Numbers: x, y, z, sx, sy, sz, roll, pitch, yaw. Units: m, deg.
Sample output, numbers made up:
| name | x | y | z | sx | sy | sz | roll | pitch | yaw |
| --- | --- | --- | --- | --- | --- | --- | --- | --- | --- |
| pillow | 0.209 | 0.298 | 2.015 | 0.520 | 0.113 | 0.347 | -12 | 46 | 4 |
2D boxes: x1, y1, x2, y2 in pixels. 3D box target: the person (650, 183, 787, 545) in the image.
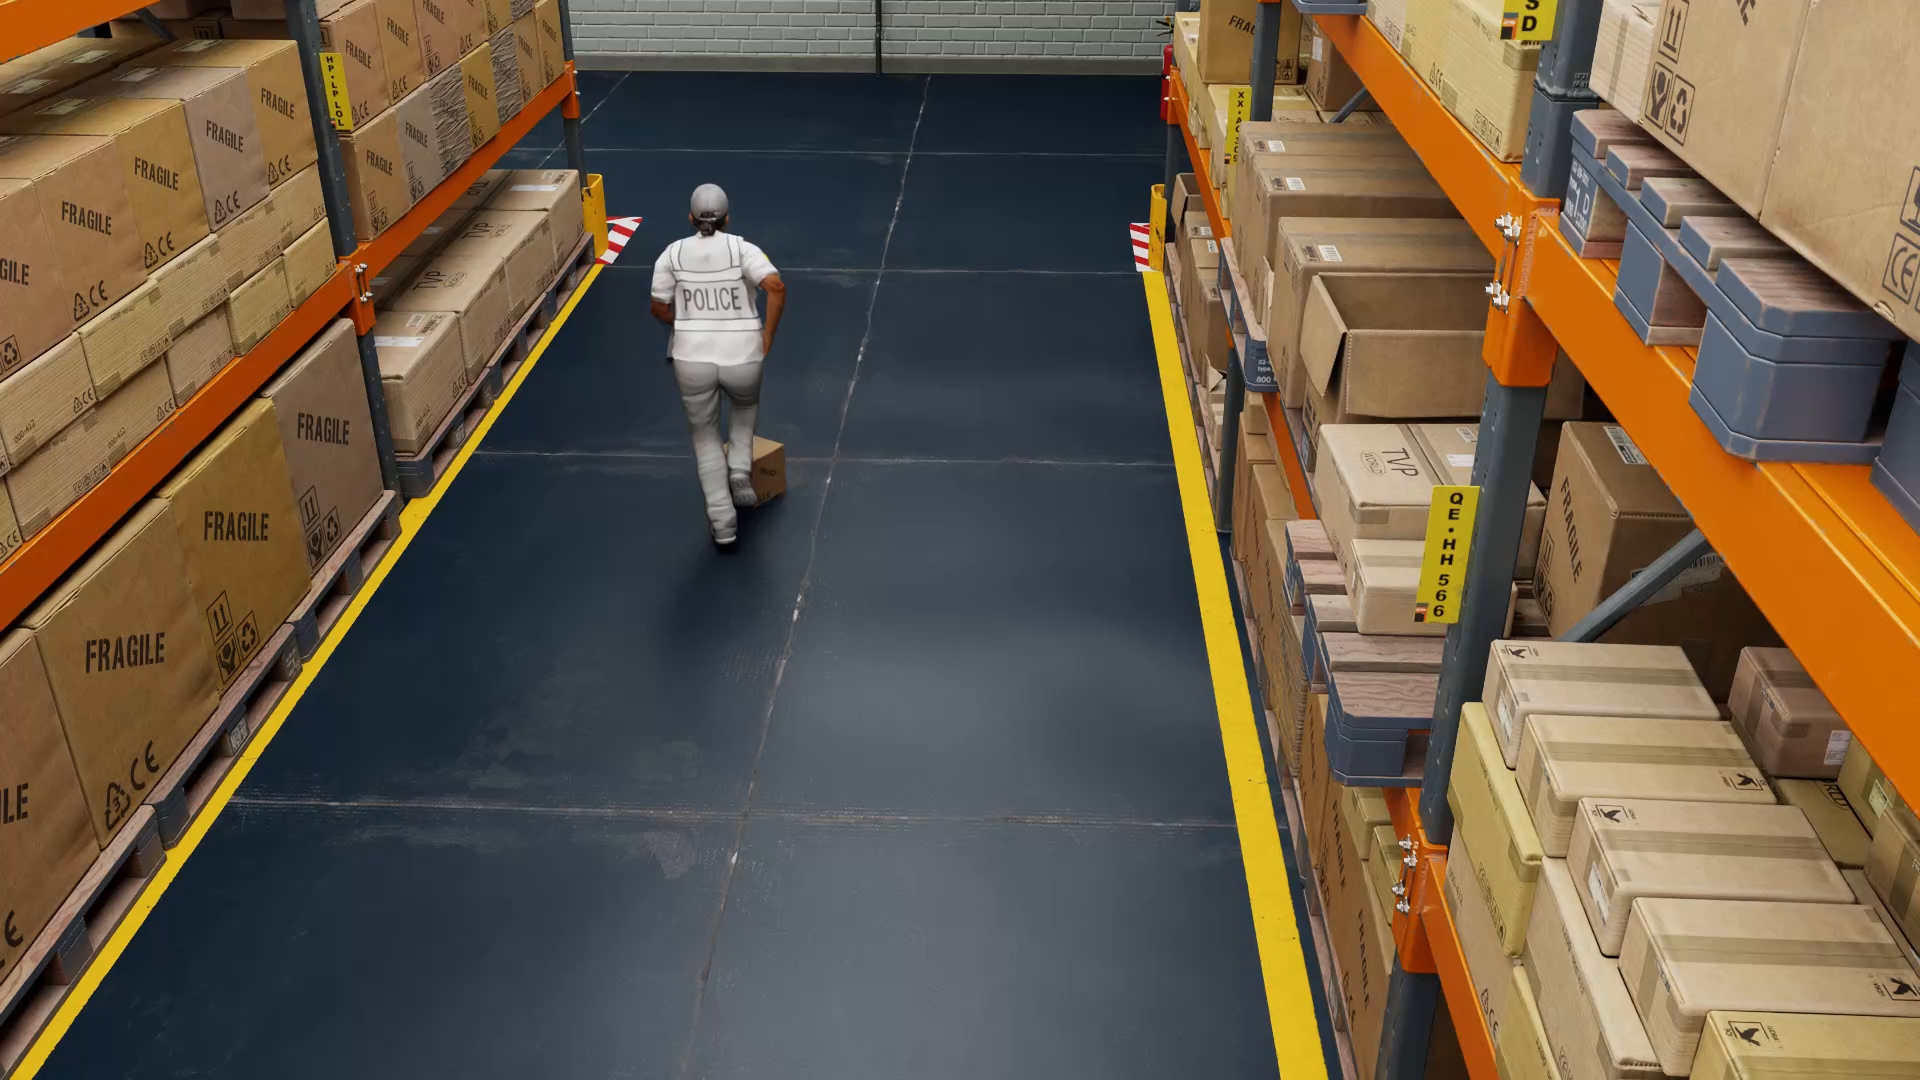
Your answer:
| name | x | y | z | sx | sy | sz | roll | pitch | yaw |
| --- | --- | --- | --- | --- | --- | --- | --- | --- | --- |
| person | -1.101 | -0.818 | 7.709 | 0.622 | 1.576 | 0.775 | -4 | 28 | -8 |
